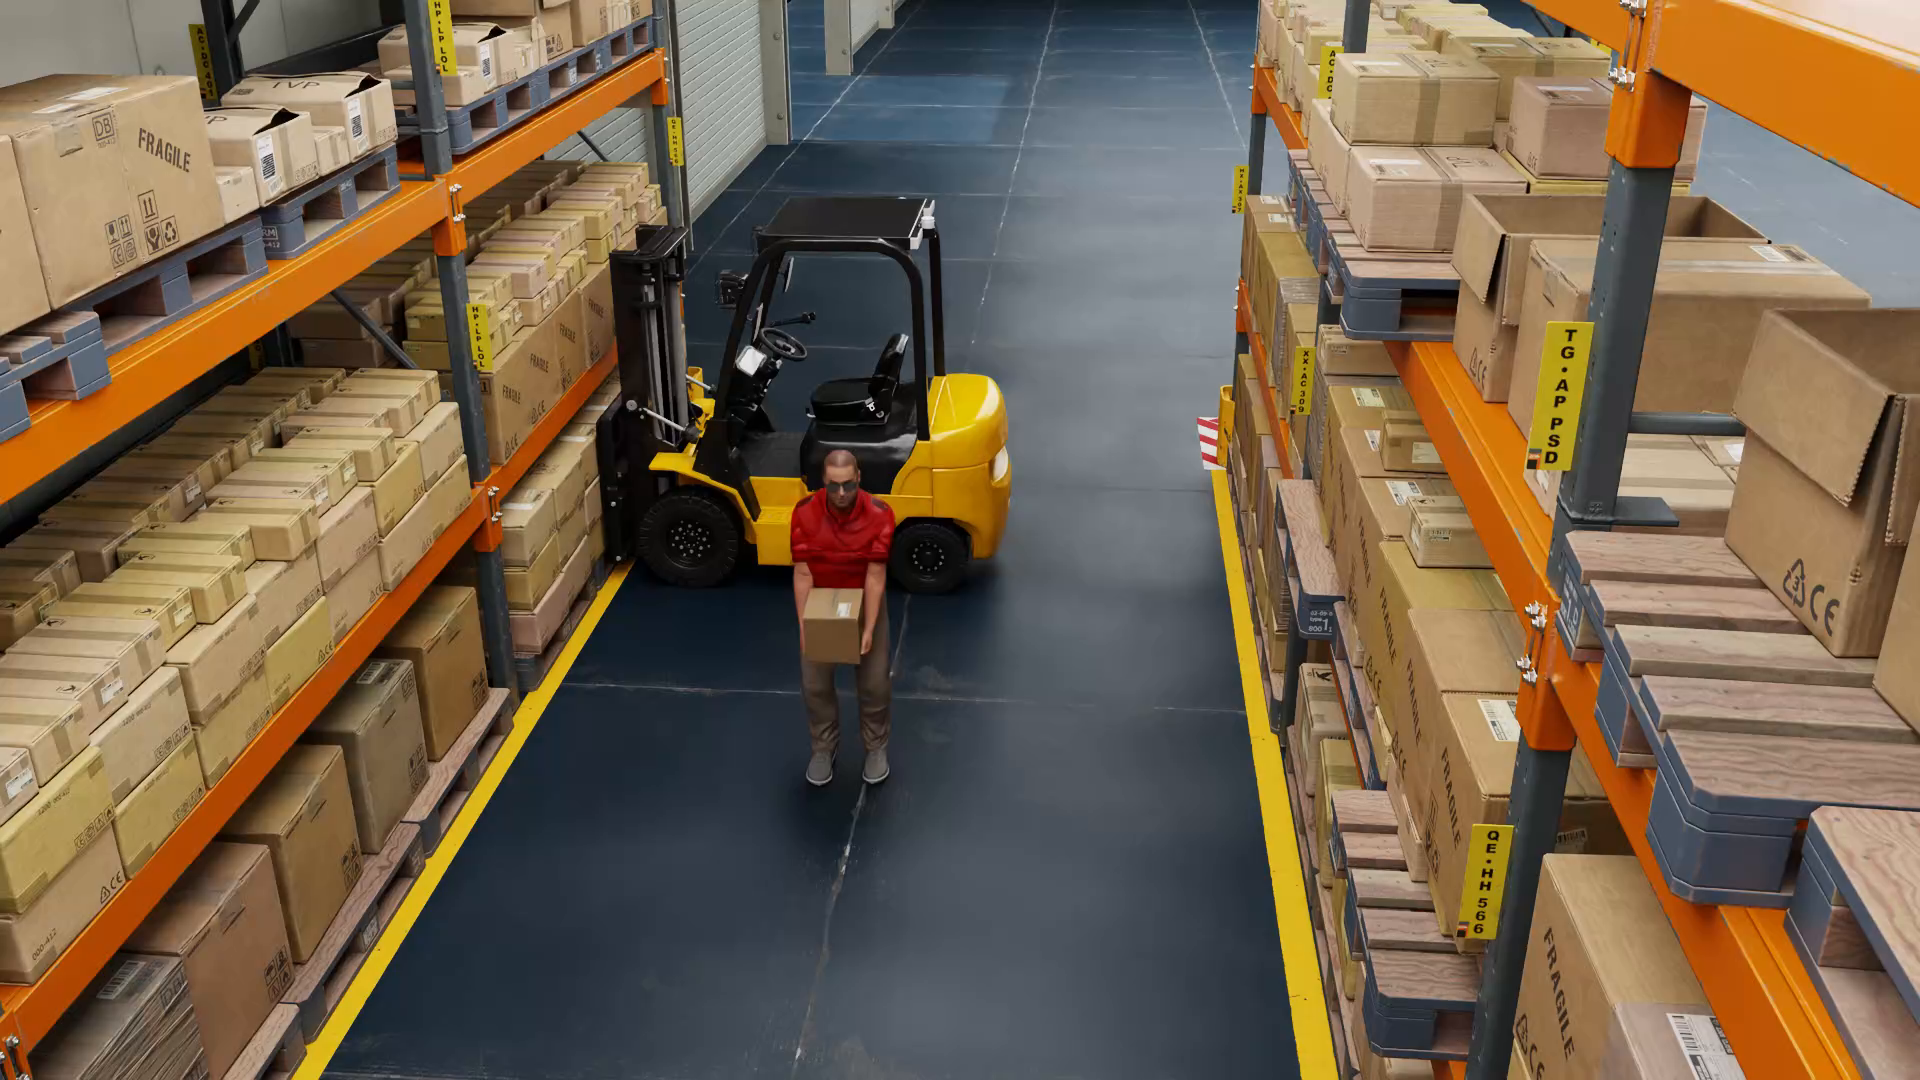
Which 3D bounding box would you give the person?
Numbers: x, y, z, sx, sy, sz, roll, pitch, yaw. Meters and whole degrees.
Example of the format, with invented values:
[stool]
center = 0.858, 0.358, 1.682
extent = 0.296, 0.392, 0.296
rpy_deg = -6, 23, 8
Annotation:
[person]
center = -0.542, 0.371, 7.836
extent = 0.485, 1.711, 0.570
rpy_deg = 1, 24, 3
